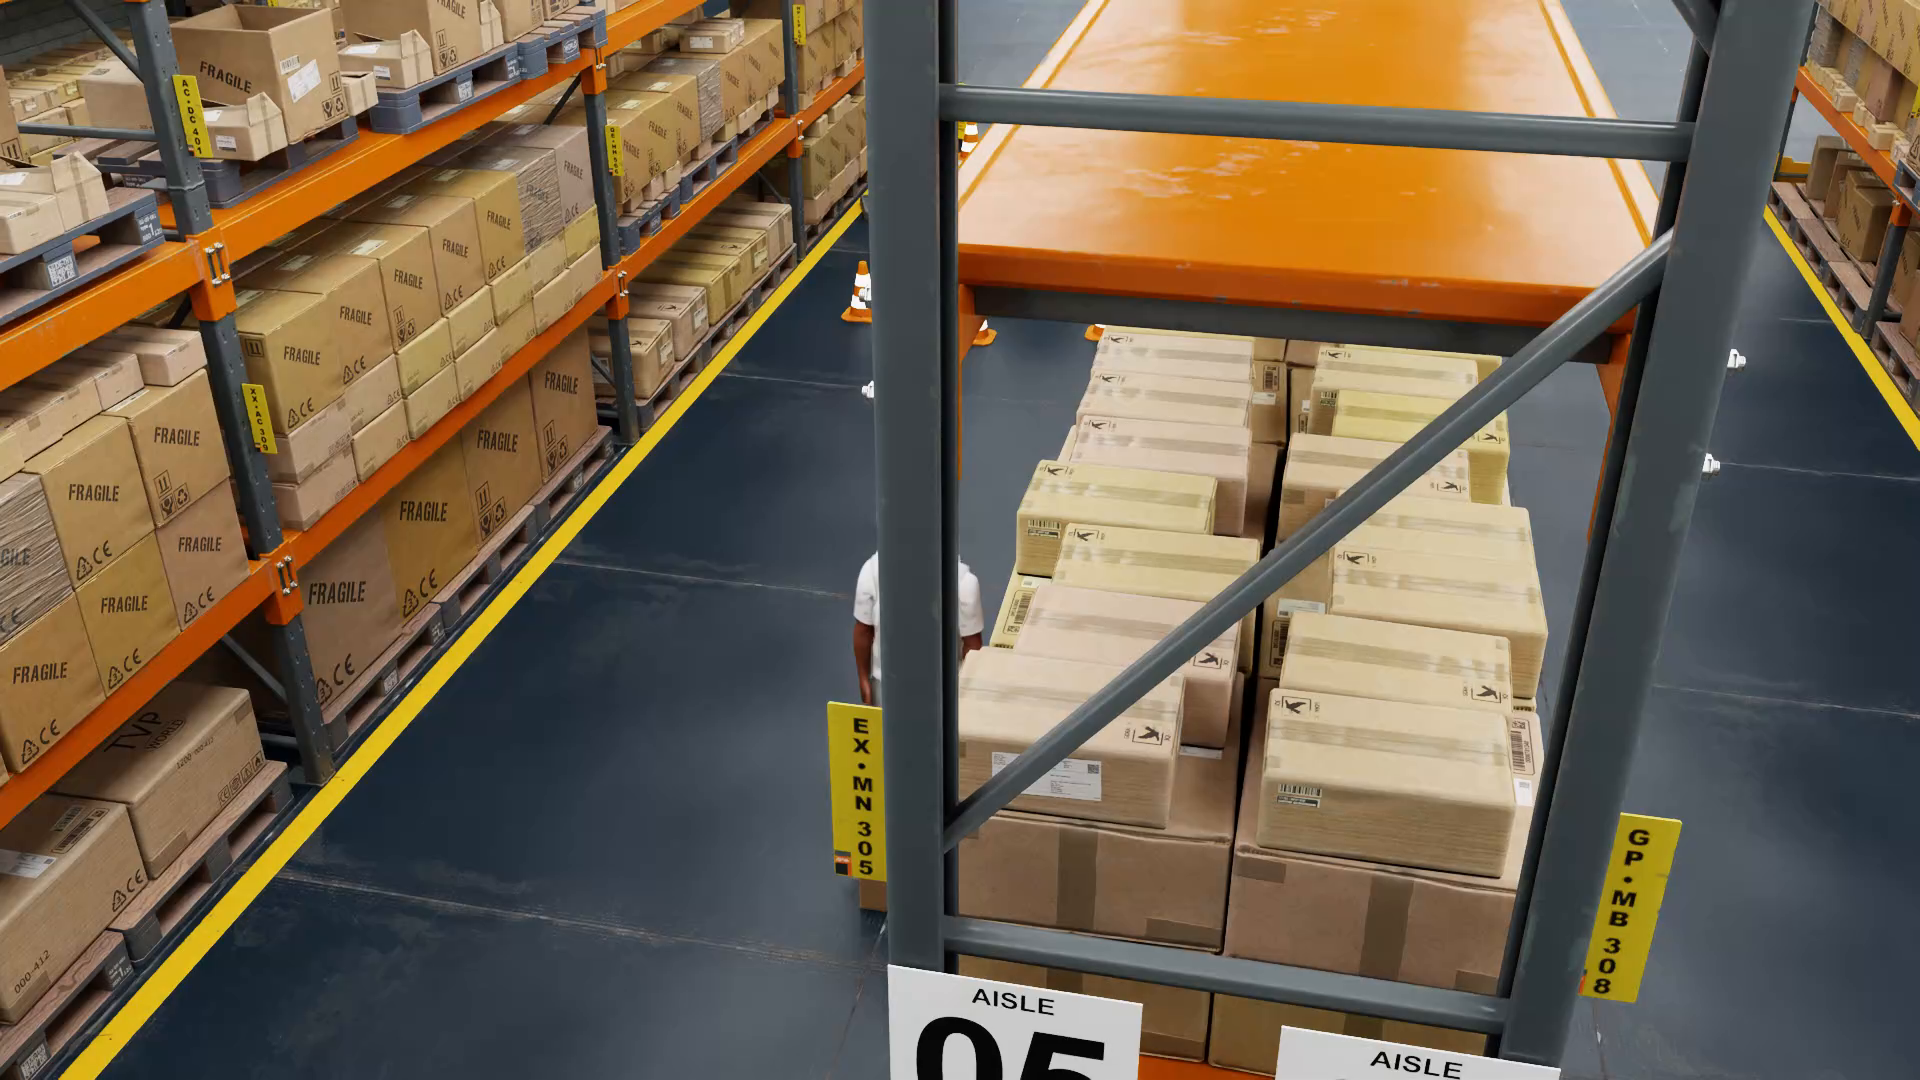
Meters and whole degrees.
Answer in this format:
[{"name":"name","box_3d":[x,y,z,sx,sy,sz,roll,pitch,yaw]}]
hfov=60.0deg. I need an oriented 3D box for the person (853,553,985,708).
[{"name":"person","box_3d":[-0.190,0.649,7.471,0.595,1.707,0.472,7,29,12]}]
